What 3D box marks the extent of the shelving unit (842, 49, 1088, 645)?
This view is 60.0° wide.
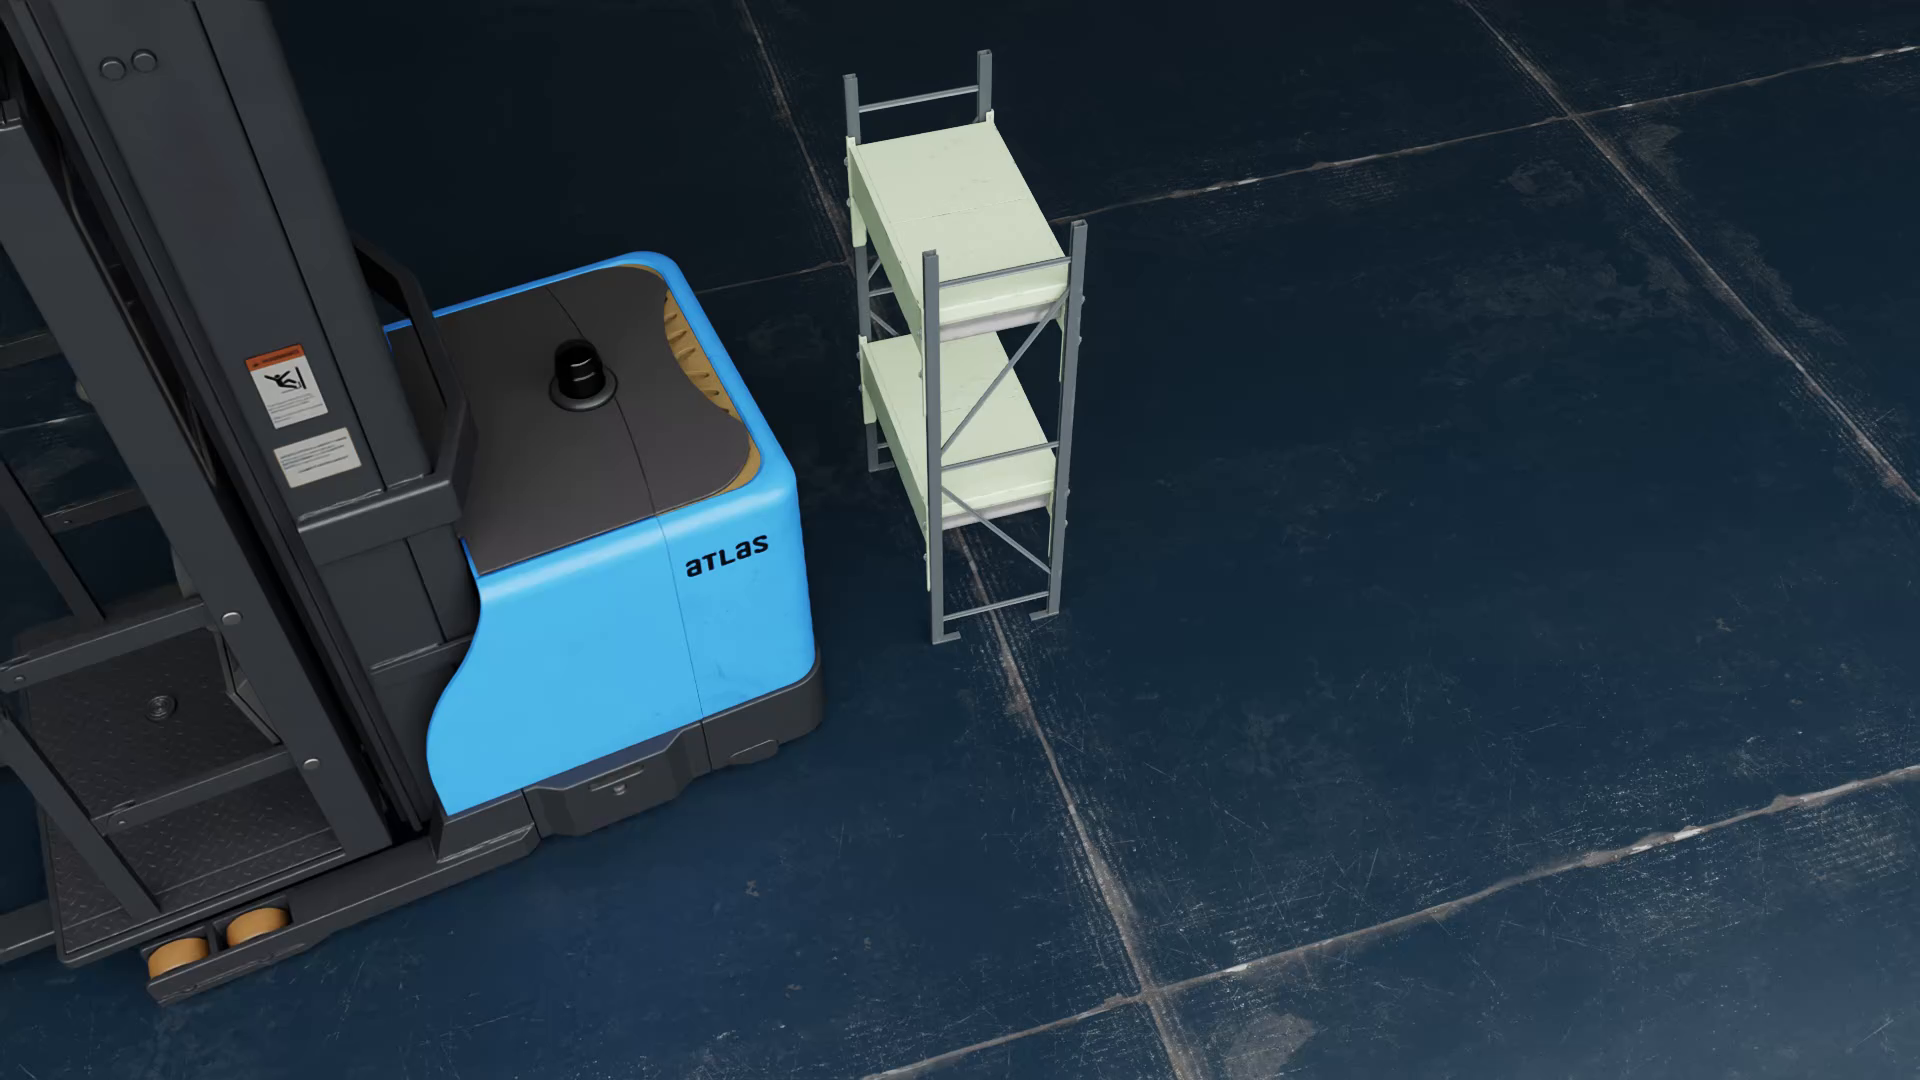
[{"bbox_3d":[-0.002,-0.488,4.681,0.431,1.500,0.755,-13,51,-11],"label":"shelving unit"}]

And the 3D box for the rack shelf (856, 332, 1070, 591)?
[{"bbox_3d":[-0.002,-0.278,4.930,0.431,0.370,0.720,-13,51,-11],"label":"rack shelf"}]

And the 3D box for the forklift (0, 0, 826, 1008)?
[{"bbox_3d":[-1.939,-0.240,3.535,3.031,2.935,1.130,-20,53,-16],"label":"forklift"}]

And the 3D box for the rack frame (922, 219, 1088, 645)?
[{"bbox_3d":[0.106,-0.221,4.455,0.400,1.500,0.023,-13,51,-11],"label":"rack frame"}]

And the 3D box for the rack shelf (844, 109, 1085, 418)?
[{"bbox_3d":[-0.002,-0.740,4.382,0.431,0.370,0.720,-13,51,-11],"label":"rack shelf"}]

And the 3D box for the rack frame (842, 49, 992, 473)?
[{"bbox_3d":[-0.110,-0.756,4.906,0.400,1.500,0.023,-13,51,-11],"label":"rack frame"}]
